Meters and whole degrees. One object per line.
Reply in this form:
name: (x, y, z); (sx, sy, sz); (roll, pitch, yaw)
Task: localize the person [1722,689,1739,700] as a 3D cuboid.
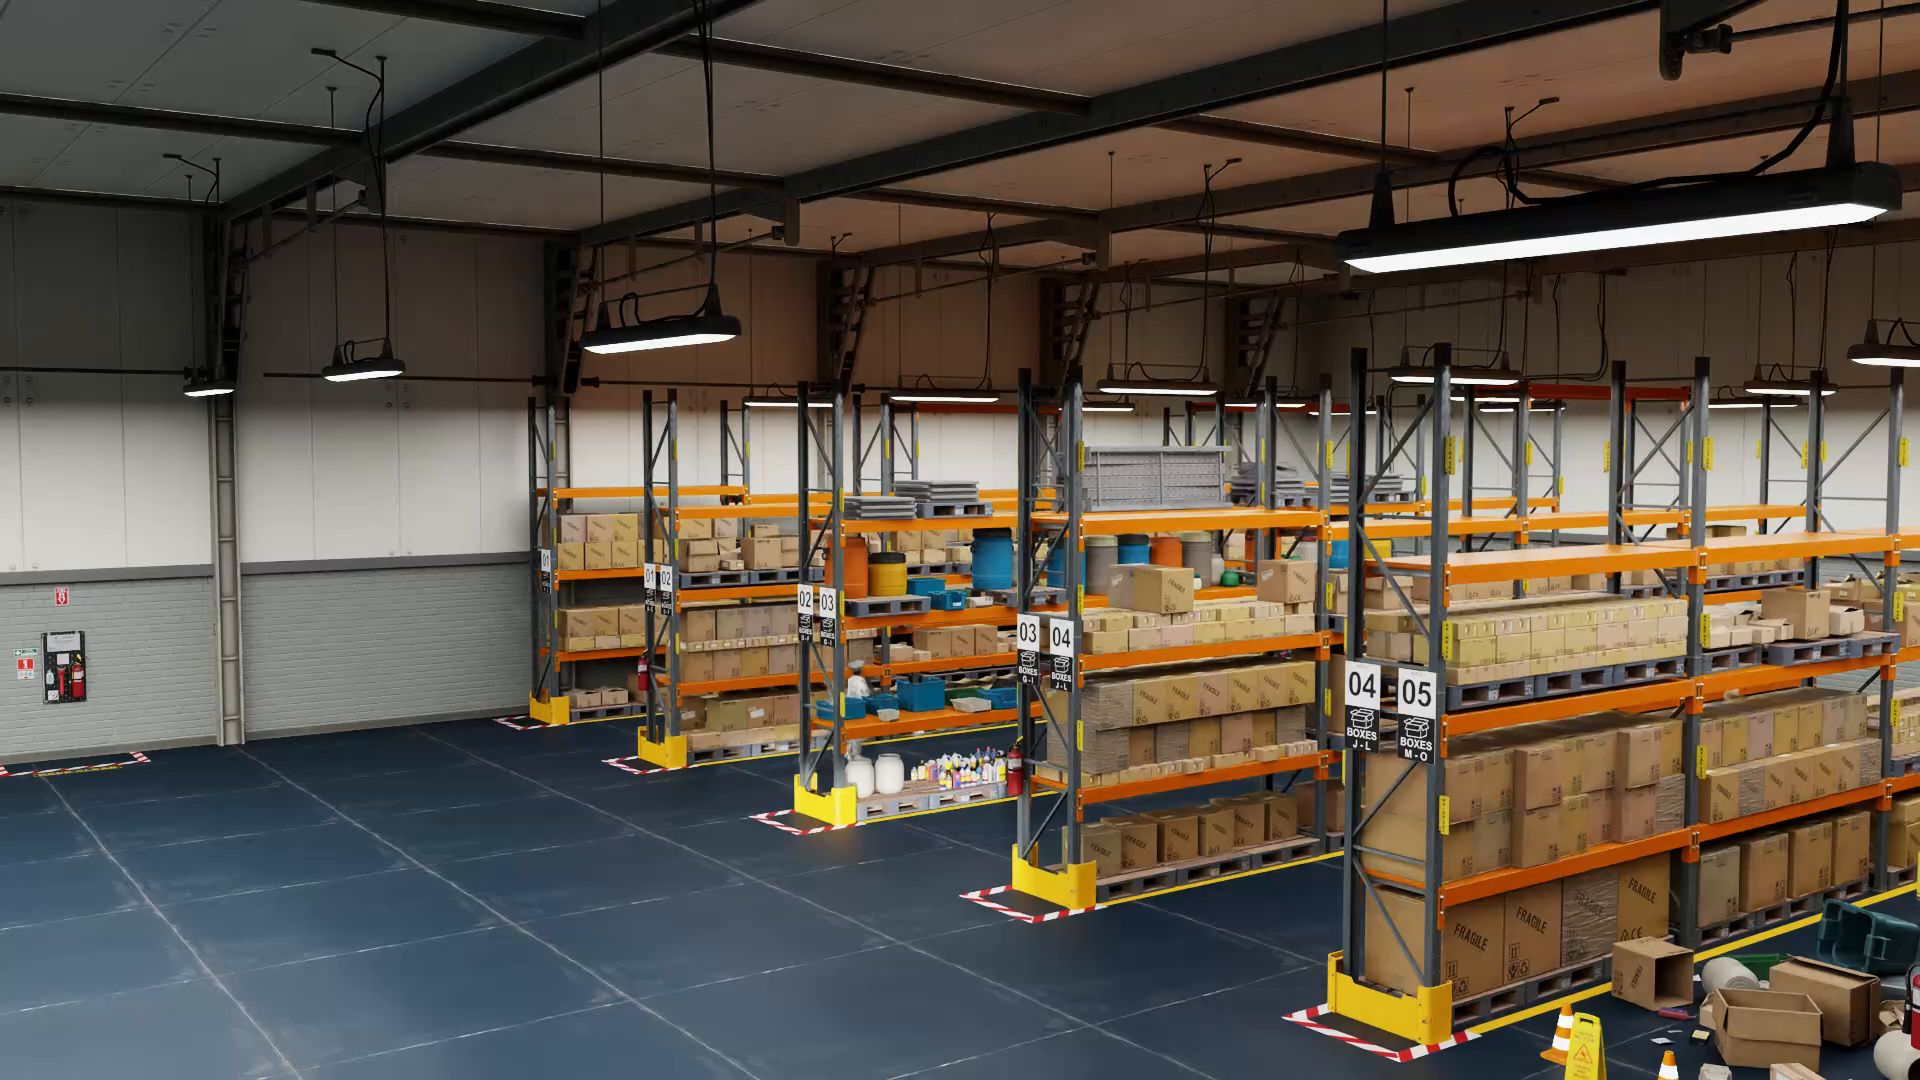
person: (10.564, 2.928, 23.008); (0.582, 1.796, 0.587); (1, 3, 14)

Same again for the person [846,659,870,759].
person: (-1.639, 2.743, 26.487); (0.452, 1.685, 0.453); (0, 3, -2)
